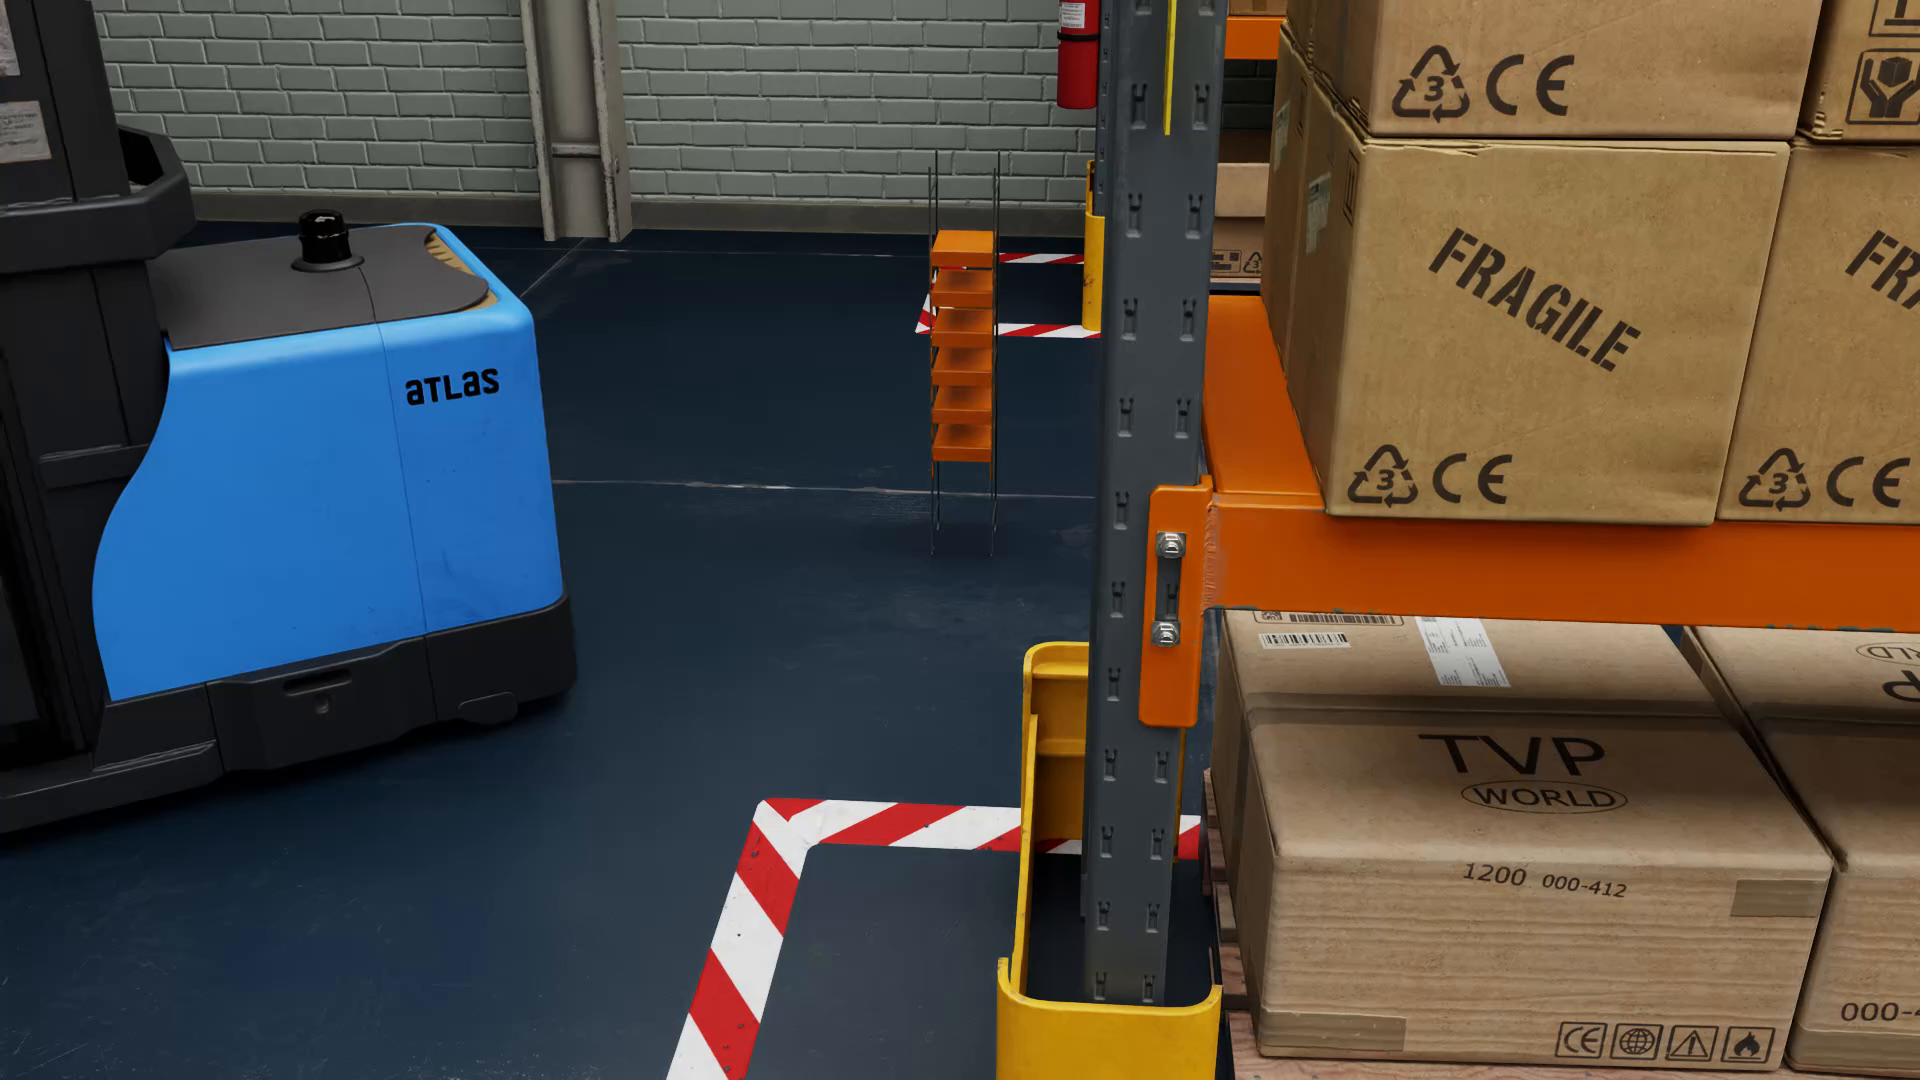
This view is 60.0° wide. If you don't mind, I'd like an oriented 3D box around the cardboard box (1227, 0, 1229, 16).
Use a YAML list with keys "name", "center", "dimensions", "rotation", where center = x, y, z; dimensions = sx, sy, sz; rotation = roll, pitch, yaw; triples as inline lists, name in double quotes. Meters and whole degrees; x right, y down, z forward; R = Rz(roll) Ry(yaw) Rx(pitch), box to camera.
- name: "cardboard box"
  center: [0.978, -2.271, 6.898]
  dimensions: [0.250, 0.149, 0.380]
  rotation: [2, 25, 4]

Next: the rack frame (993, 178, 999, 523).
- name: "rack frame"
  center: [0.106, -0.542, 4.993]
  dimensions: [0.002, 1.046, 0.228]
  rotation: [2, 25, 4]

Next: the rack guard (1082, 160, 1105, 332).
- name: "rack guard"
  center: [0.747, -1.372, 7.634]
  dimensions: [0.348, 0.500, 1.175]
  rotation: [2, 25, 4]

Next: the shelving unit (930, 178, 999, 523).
- name: "shelving unit"
  center: [0.016, -0.545, 4.998]
  dimensions: [0.183, 1.046, 0.258]
  rotation: [2, 25, 4]

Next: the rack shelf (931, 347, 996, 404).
- name: "rack shelf"
  center: [0.014, -0.504, 5.017]
  dimensions: [0.180, 0.103, 0.258]
  rotation: [2, 25, 4]

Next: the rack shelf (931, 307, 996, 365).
- name: "rack shelf"
  center: [0.014, -0.613, 4.967]
  dimensions: [0.180, 0.103, 0.258]
  rotation: [2, 25, 4]

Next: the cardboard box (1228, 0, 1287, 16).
- name: "cardboard box"
  center: [1.235, -2.283, 6.923]
  dimensions: [0.250, 0.149, 0.380]
  rotation: [2, 25, 5]

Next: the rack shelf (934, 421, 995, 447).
- name: "rack shelf"
  center: [0.014, -0.311, 5.106]
  dimensions: [0.171, 0.034, 0.221]
  rotation: [2, 25, 4]

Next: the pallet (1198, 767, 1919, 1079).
- name: "pallet"
  center: [1.098, 0.818, 3.219]
  dimensions: [1.213, 0.211, 1.003]
  rotation: [2, 25, 4]

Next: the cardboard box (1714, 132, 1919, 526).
- name: "cardboard box"
  center: [1.258, -0.347, 2.297]
  dimensions: [0.500, 0.500, 0.500]
  rotation: [1, 25, 3]

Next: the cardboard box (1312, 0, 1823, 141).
- name: "cardboard box"
  center: [0.752, -0.807, 2.100]
  dimensions: [0.500, 0.500, 0.500]
  rotation: [1, 25, 3]

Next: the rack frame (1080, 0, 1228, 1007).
- name: "rack frame"
  center: [0.295, -0.441, 2.621]
  dimensions: [0.127, 3.000, 1.000]
  rotation: [2, 25, 4]

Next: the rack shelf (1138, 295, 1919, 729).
- name: "rack shelf"
  center: [2.289, -0.051, 2.632]
  dimensions: [4.000, 0.370, 1.077]
  rotation: [2, 25, 4]

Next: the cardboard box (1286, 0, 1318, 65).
- name: "cardboard box"
  center: [0.794, -1.025, 2.573]
  dimensions: [0.500, 0.500, 0.500]
  rotation: [3, 25, 6]

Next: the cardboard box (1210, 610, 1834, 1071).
- name: "cardboard box"
  center: [0.960, 0.511, 3.113]
  dimensions: [0.875, 0.438, 0.875]
  rotation: [1, 25, 2]

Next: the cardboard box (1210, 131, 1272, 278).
- name: "cardboard box"
  center: [1.274, -1.508, 7.423]
  dimensions: [0.637, 0.503, 0.797]
  rotation: [1, 25, 2]

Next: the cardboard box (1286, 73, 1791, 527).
- name: "cardboard box"
  center: [0.751, -0.352, 2.307]
  dimensions: [0.500, 0.500, 0.500]
  rotation: [2, 25, 4]

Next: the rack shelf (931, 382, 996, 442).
- name: "rack shelf"
  center: [0.014, -0.395, 5.067]
  dimensions: [0.180, 0.103, 0.258]
  rotation: [2, 25, 4]

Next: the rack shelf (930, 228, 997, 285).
- name: "rack shelf"
  center: [0.014, -0.831, 4.866]
  dimensions: [0.180, 0.103, 0.258]
  rotation: [2, 25, 4]
